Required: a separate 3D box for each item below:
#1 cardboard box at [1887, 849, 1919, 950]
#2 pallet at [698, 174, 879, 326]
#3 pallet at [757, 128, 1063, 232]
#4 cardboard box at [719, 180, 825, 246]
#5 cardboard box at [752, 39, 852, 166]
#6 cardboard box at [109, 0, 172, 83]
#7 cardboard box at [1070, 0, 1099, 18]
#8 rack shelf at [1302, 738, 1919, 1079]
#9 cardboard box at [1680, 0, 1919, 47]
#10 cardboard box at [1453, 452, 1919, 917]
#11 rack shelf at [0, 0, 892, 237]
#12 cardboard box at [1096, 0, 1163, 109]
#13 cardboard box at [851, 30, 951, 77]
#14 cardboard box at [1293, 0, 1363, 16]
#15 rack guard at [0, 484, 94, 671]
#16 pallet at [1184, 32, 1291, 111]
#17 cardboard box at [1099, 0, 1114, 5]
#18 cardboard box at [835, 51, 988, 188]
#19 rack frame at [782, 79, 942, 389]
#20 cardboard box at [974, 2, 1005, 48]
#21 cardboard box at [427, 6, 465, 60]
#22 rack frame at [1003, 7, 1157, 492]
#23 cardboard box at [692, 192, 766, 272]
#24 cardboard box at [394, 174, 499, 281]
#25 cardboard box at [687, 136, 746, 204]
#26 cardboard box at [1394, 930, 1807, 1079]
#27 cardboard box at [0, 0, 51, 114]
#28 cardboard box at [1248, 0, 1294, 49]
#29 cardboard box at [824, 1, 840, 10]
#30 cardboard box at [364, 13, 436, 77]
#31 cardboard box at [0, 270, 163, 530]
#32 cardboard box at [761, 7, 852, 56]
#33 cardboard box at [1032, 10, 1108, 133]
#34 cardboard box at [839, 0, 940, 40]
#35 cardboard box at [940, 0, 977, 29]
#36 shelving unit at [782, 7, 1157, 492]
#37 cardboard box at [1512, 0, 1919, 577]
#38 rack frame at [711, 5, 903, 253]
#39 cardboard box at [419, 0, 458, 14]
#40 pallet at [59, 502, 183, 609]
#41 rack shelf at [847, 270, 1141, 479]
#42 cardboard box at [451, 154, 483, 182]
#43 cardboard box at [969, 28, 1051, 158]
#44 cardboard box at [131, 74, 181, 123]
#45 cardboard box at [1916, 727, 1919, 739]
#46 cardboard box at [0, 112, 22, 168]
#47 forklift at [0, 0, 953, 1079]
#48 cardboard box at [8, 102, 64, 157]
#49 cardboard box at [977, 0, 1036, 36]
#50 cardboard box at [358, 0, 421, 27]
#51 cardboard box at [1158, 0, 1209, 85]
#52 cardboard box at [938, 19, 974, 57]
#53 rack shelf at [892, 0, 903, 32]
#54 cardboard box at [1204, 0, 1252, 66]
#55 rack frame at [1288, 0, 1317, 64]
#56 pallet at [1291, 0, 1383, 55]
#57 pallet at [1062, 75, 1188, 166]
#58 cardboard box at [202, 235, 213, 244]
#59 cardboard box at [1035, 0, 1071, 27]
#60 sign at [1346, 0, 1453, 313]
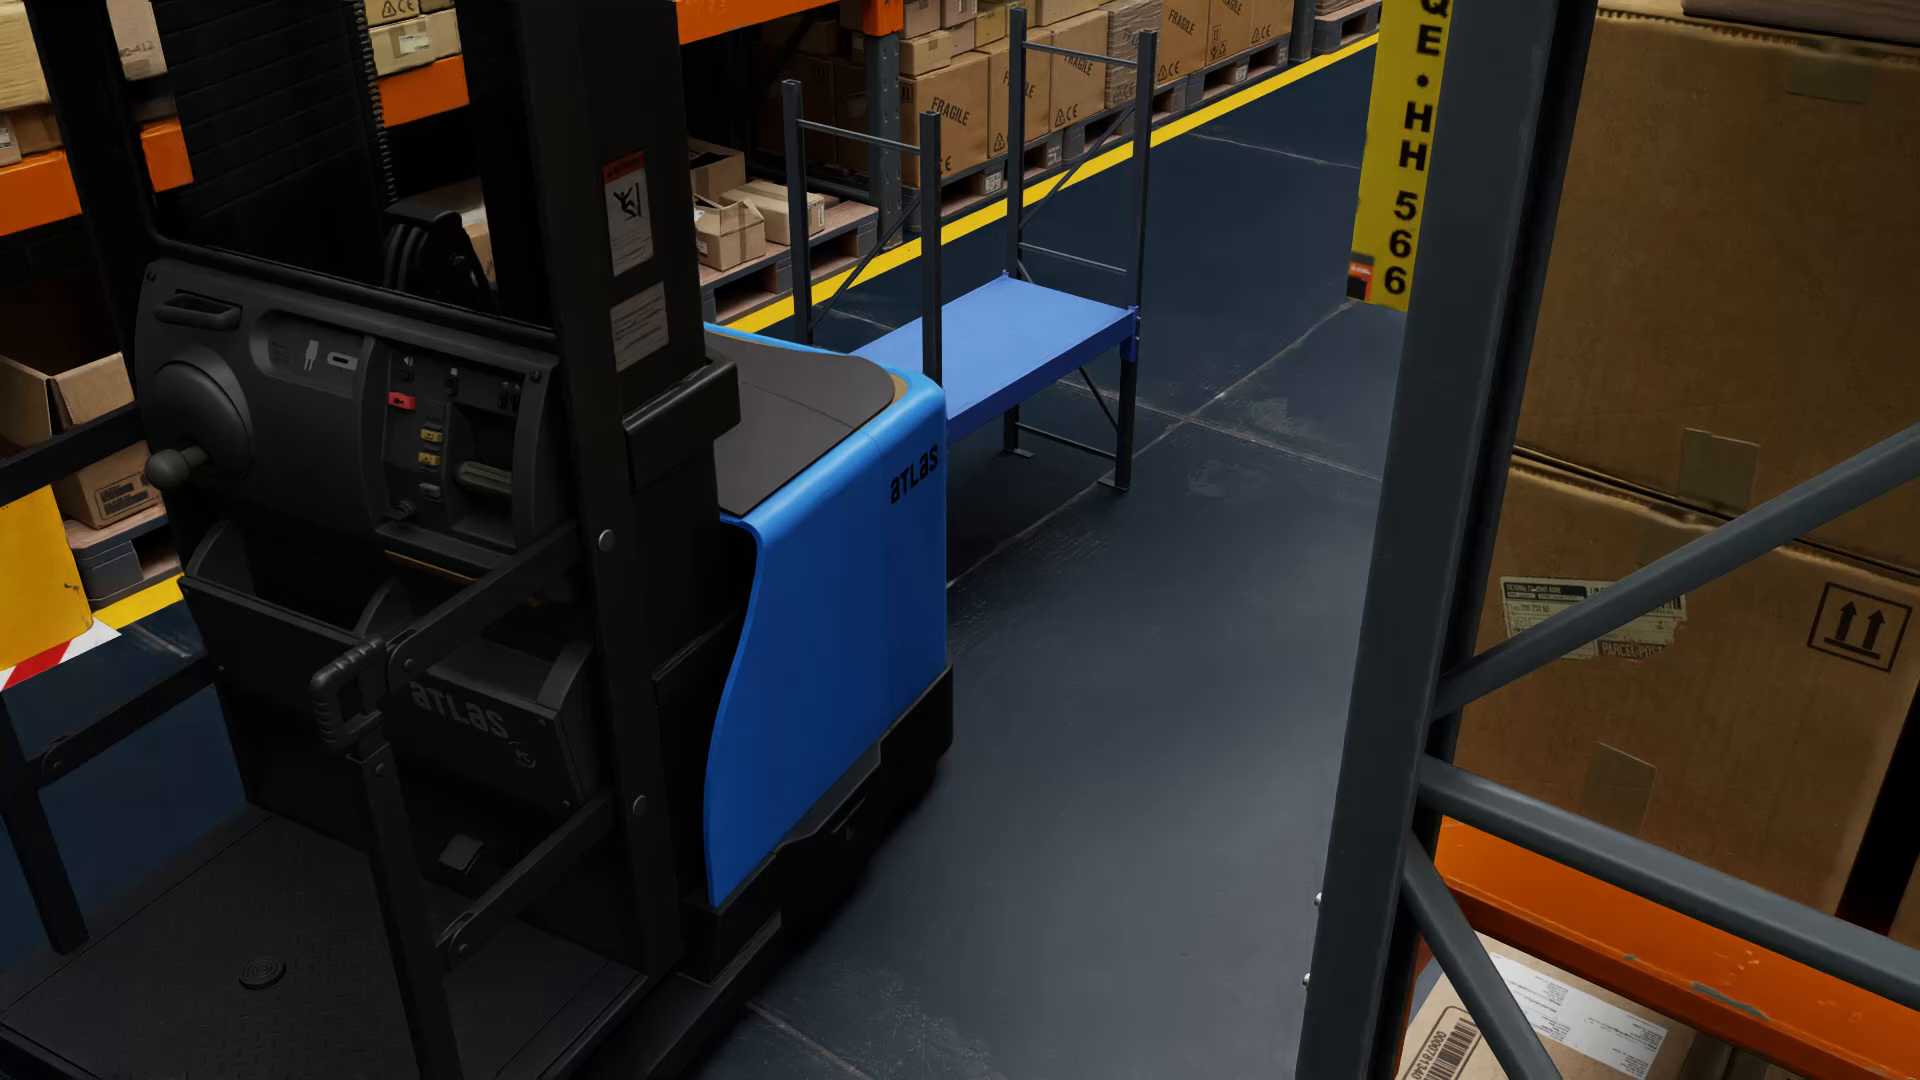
[{"bbox_3d":[1.371,0.253,1.782,0.500,0.500,0.500,21,36,31],"label":"cardboard box"},{"bbox_3d":[-1.108,-1.270,7.186,1.003,0.211,1.213,21,37,31],"label":"pallet"},{"bbox_3d":[-0.231,-1.891,8.234,1.003,0.211,1.213,21,37,31],"label":"pallet"},{"bbox_3d":[-0.795,-1.386,7.031,0.380,0.149,0.250,20,36,30],"label":"cardboard box"},{"bbox_3d":[-0.632,-2.145,7.967,0.500,0.500,0.500,21,37,31],"label":"cardboard box"},{"bbox_3d":[-2.314,-1.493,4.682,0.500,0.250,0.500,22,37,32],"label":"cardboard box"},{"bbox_3d":[0.475,-2.747,8.347,0.380,0.149,0.250,23,37,33],"label":"cardboard box"},{"bbox_3d":[2.060,-0.100,3.183,1.077,0.370,4.000,21,37,31],"label":"rack shelf"},{"bbox_3d":[0.910,-0.556,1.532,0.380,0.149,0.250,22,37,32],"label":"cardboard box"},{"bbox_3d":[0.933,0.083,2.070,0.500,0.500,0.500,21,37,32],"label":"cardboard box"},{"bbox_3d":[-1.900,-1.626,5.758,1.077,0.370,4.000,21,37,31],"label":"rack shelf"},{"bbox_3d":[0.715,-2.611,8.754,0.500,0.500,0.500,20,36,30],"label":"cardboard box"},{"bbox_3d":[-0.264,-2.197,7.419,0.380,0.149,0.250,23,38,33],"label":"cardboard box"},{"bbox_3d":[2.110,-3.783,10.608,0.875,0.625,0.625,22,37,33],"label":"cardboard box"},{"bbox_3d":[-3.061,-0.078,4.892,1.175,0.500,0.348,21,37,31],"label":"rack guard"},{"bbox_3d":[1.241,-2.883,9.908,1.003,0.211,1.213,21,37,31],"label":"pallet"},{"bbox_3d":[0.614,-2.866,8.547,0.380,0.149,0.250,21,37,31],"label":"cardboard box"},{"bbox_3d":[-0.221,-1.981,7.691,0.500,0.500,0.500,23,38,33],"label":"cardboard box"},{"bbox_3d":[-0.255,-0.473,4.577,0.500,1.500,0.032,21,37,31],"label":"rack frame"},{"bbox_3d":[-0.012,-2.441,7.831,0.380,0.149,0.250,19,36,29],"label":"cardboard box"},{"bbox_3d":[-1.730,-1.686,5.398,0.380,0.149,0.250,22,37,32],"label":"cardboard box"},{"bbox_3d":[0.358,-0.887,5.275,0.500,1.500,0.032,21,37,31],"label":"rack frame"},{"bbox_3d":[-1.010,-1.291,6.756,0.396,0.266,0.258,23,37,33],"label":"cardboard box"},{"bbox_3d":[-1.716,-0.967,5.980,0.500,0.500,0.500,22,37,32],"label":"cardboard box"},{"bbox_3d":[-1.280,-1.577,7.194,0.500,0.311,0.500,23,37,33],"label":"cardboard box"},{"bbox_3d":[1.171,1.026,2.678,0.875,0.438,0.875,20,36,30],"label":"cardboard box"},{"bbox_3d":[-2.618,-1.288,4.336,0.500,0.250,0.500,21,37,32],"label":"cardboard box"},{"bbox_3d":[1.638,-3.242,9.818,0.500,0.500,0.500,22,37,33],"label":"cardboard box"},{"bbox_3d":[-0.545,-2.480,7.896,0.380,0.149,0.250,21,37,31],"label":"cardboard box"},{"bbox_3d":[-1.872,-1.572,5.207,0.380,0.149,0.250,20,36,30],"label":"cardboard box"},{"bbox_3d":[-2.662,-0.449,5.102,0.797,0.503,0.637,20,36,29],"label":"cardboard box"},{"bbox_3d":[-0.700,-2.371,7.713,0.380,0.149,0.250,20,36,29],"label":"cardboard box"},{"bbox_3d":[0.397,-2.402,8.401,0.500,0.500,0.500,20,36,30],"label":"cardboard box"},{"bbox_3d":[-0.312,-2.344,7.374,0.380,0.149,0.250,20,36,30],"label":"cardboard box"},{"bbox_3d":[-0.145,-2.445,7.546,0.380,0.149,0.250,19,36,29],"label":"cardboard box"},{"bbox_3d":[0.052,-0.680,4.926,0.538,1.500,1.048,21,37,31],"label":"shelving unit"},{"bbox_3d":[0.954,-0.339,1.801,0.500,0.500,0.500,22,37,33],"label":"cardboard box"},{"bbox_3d":[-0.692,-2.749,6.946,1.000,3.000,0.127,21,37,31],"label":"rack frame"},{"bbox_3d":[-1.719,-1.914,5.393,0.500,0.250,0.500,20,36,30],"label":"cardboard box"},{"bbox_3d":[-2.581,-0.278,5.513,1.003,0.211,1.213,21,37,31],"label":"pallet"},{"bbox_3d":[0.052,-0.525,5.018,0.538,0.185,1.000,21,37,31],"label":"rack shelf"},{"bbox_3d":[-1.488,-1.205,6.381,0.700,0.500,0.500,20,36,30],"label":"cardboard box"},{"bbox_3d":[0.093,-2.201,8.061,0.500,0.500,0.500,21,36,31],"label":"cardboard box"},{"bbox_3d":[-2.442,-1.299,4.746,0.380,0.149,0.250,21,36,31],"label":"cardboard box"},{"bbox_3d":[1.248,-0.117,2.407,0.500,0.500,0.500,20,36,30],"label":"cardboard box"},{"bbox_3d":[-2.690,-1.064,4.350,0.380,0.149,0.250,21,36,31],"label":"cardboard box"},{"bbox_3d":[-1.161,-0.166,2.655,1.130,2.935,3.031,15,34,24],"label":"forklift"},{"bbox_3d":[-2.573,-1.182,4.548,0.380,0.149,0.250,22,37,32],"label":"cardboard box"},{"bbox_3d":[0.142,-2.557,8.026,0.380,0.149,0.250,20,36,30],"label":"cardboard box"},{"bbox_3d":[-2.011,-1.700,5.031,0.500,0.250,0.500,20,36,30],"label":"cardboard box"},{"bbox_3d":[1.014,-2.828,9.120,0.500,0.500,0.500,23,38,33],"label":"cardboard box"},{"bbox_3d":[-0.158,-2.333,7.649,0.380,0.149,0.250,20,36,30],"label":"cardboard box"},{"bbox_3d":[0.515,-3.252,8.501,1.077,0.370,4.000,21,37,31],"label":"rack shelf"},{"bbox_3d":[1.328,-3.042,9.480,0.500,0.500,0.500,21,36,31],"label":"cardboard box"},{"bbox_3d":[1.722,-4.375,9.689,1.000,3.000,0.127,21,37,31],"label":"rack frame"},{"bbox_3d":[2.250,-3.498,10.945,1.003,0.211,1.213,21,37,31],"label":"pallet"},{"bbox_3d":[0.505,-2.389,9.075,1.003,0.211,1.213,21,37,31],"label":"pallet"},{"bbox_3d":[-2.115,-0.783,5.669,0.700,0.500,0.500,23,38,33],"label":"cardboard box"},{"bbox_3d":[0.323,-2.647,8.178,0.380,0.149,0.250,21,37,31],"label":"cardboard box"},{"bbox_3d":[0.428,-0.369,1.563,0.100,0.325,0.005,21,37,31],"label":"sign"}]
